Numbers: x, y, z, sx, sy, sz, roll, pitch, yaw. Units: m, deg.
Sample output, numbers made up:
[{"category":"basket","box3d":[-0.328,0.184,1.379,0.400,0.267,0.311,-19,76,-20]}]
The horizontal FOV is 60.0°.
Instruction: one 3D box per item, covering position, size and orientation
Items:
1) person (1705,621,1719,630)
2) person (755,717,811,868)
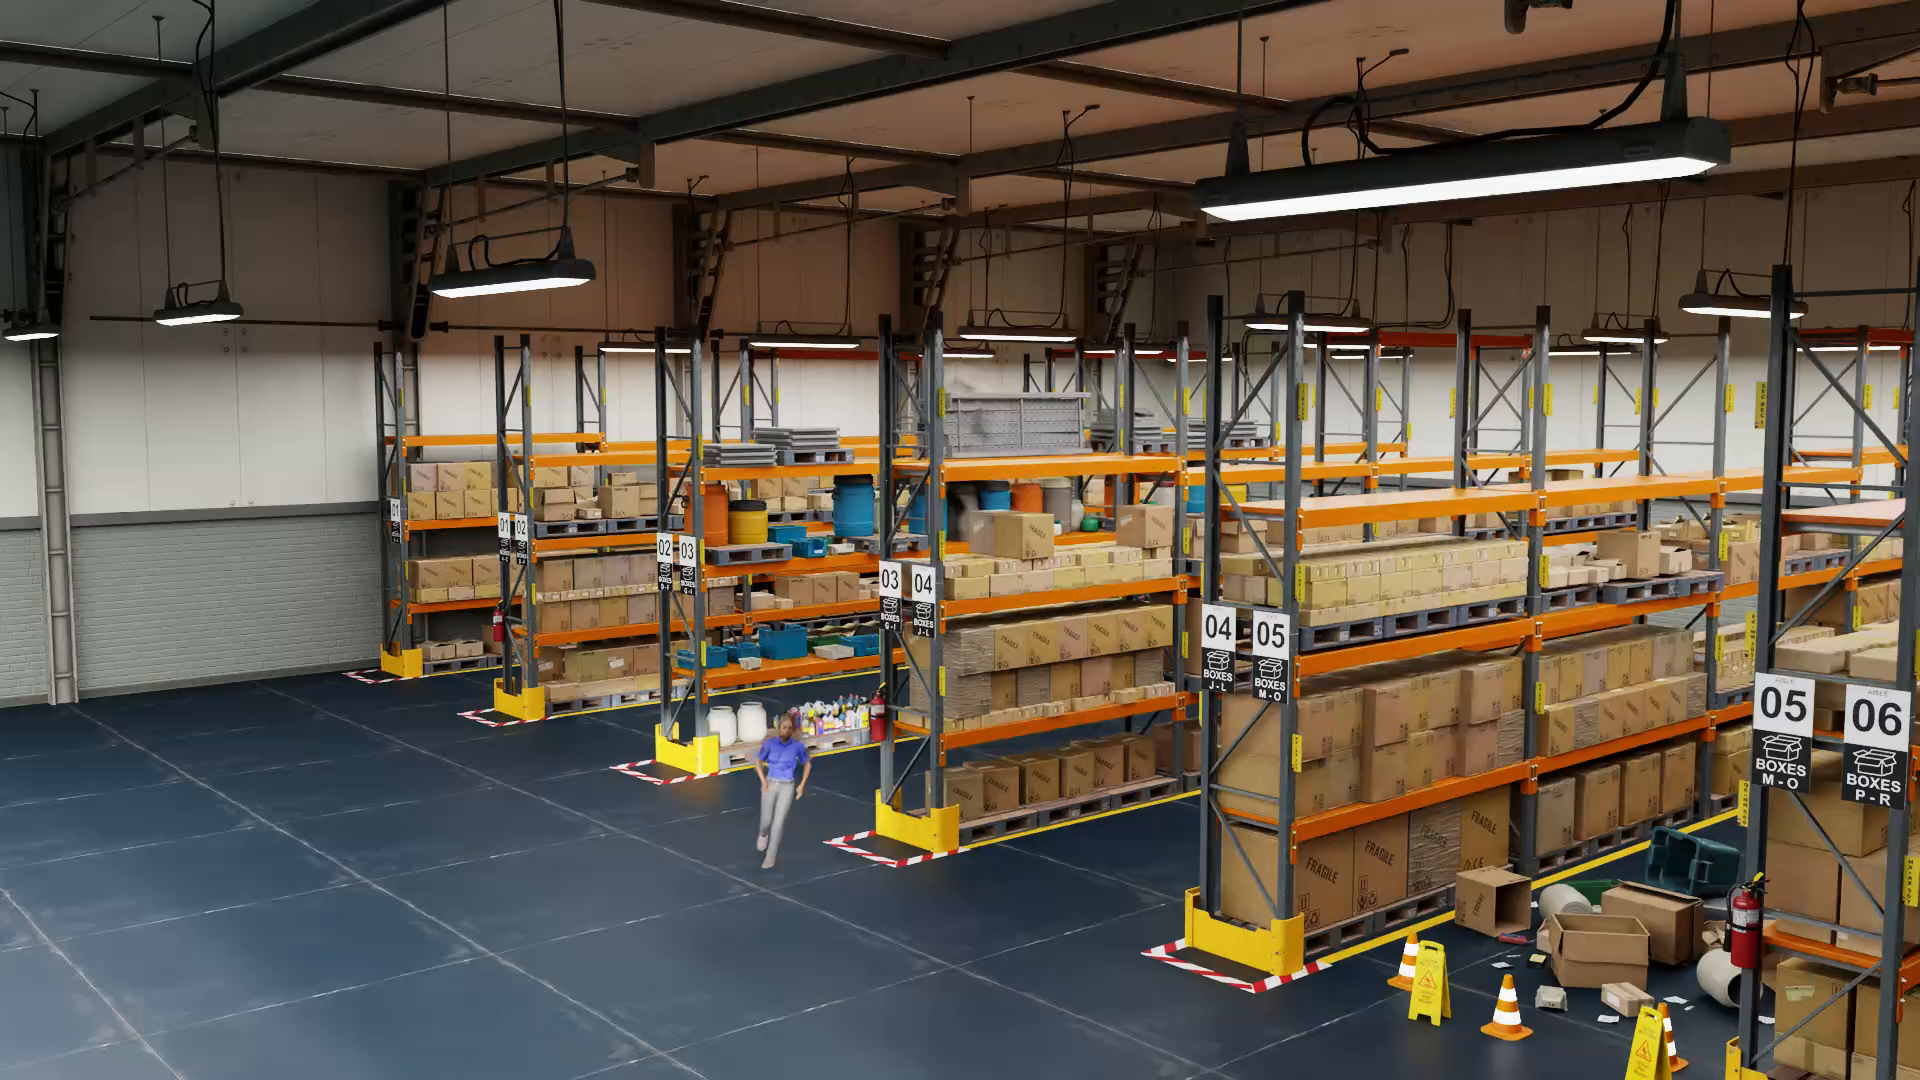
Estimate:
[{"category":"person","box3d":[11.121,2.057,24.643,0.784,1.818,0.670,-4,7,-38]},{"category":"person","box3d":[-1.936,2.719,18.197,0.619,1.615,0.615,0,5,-4]}]
